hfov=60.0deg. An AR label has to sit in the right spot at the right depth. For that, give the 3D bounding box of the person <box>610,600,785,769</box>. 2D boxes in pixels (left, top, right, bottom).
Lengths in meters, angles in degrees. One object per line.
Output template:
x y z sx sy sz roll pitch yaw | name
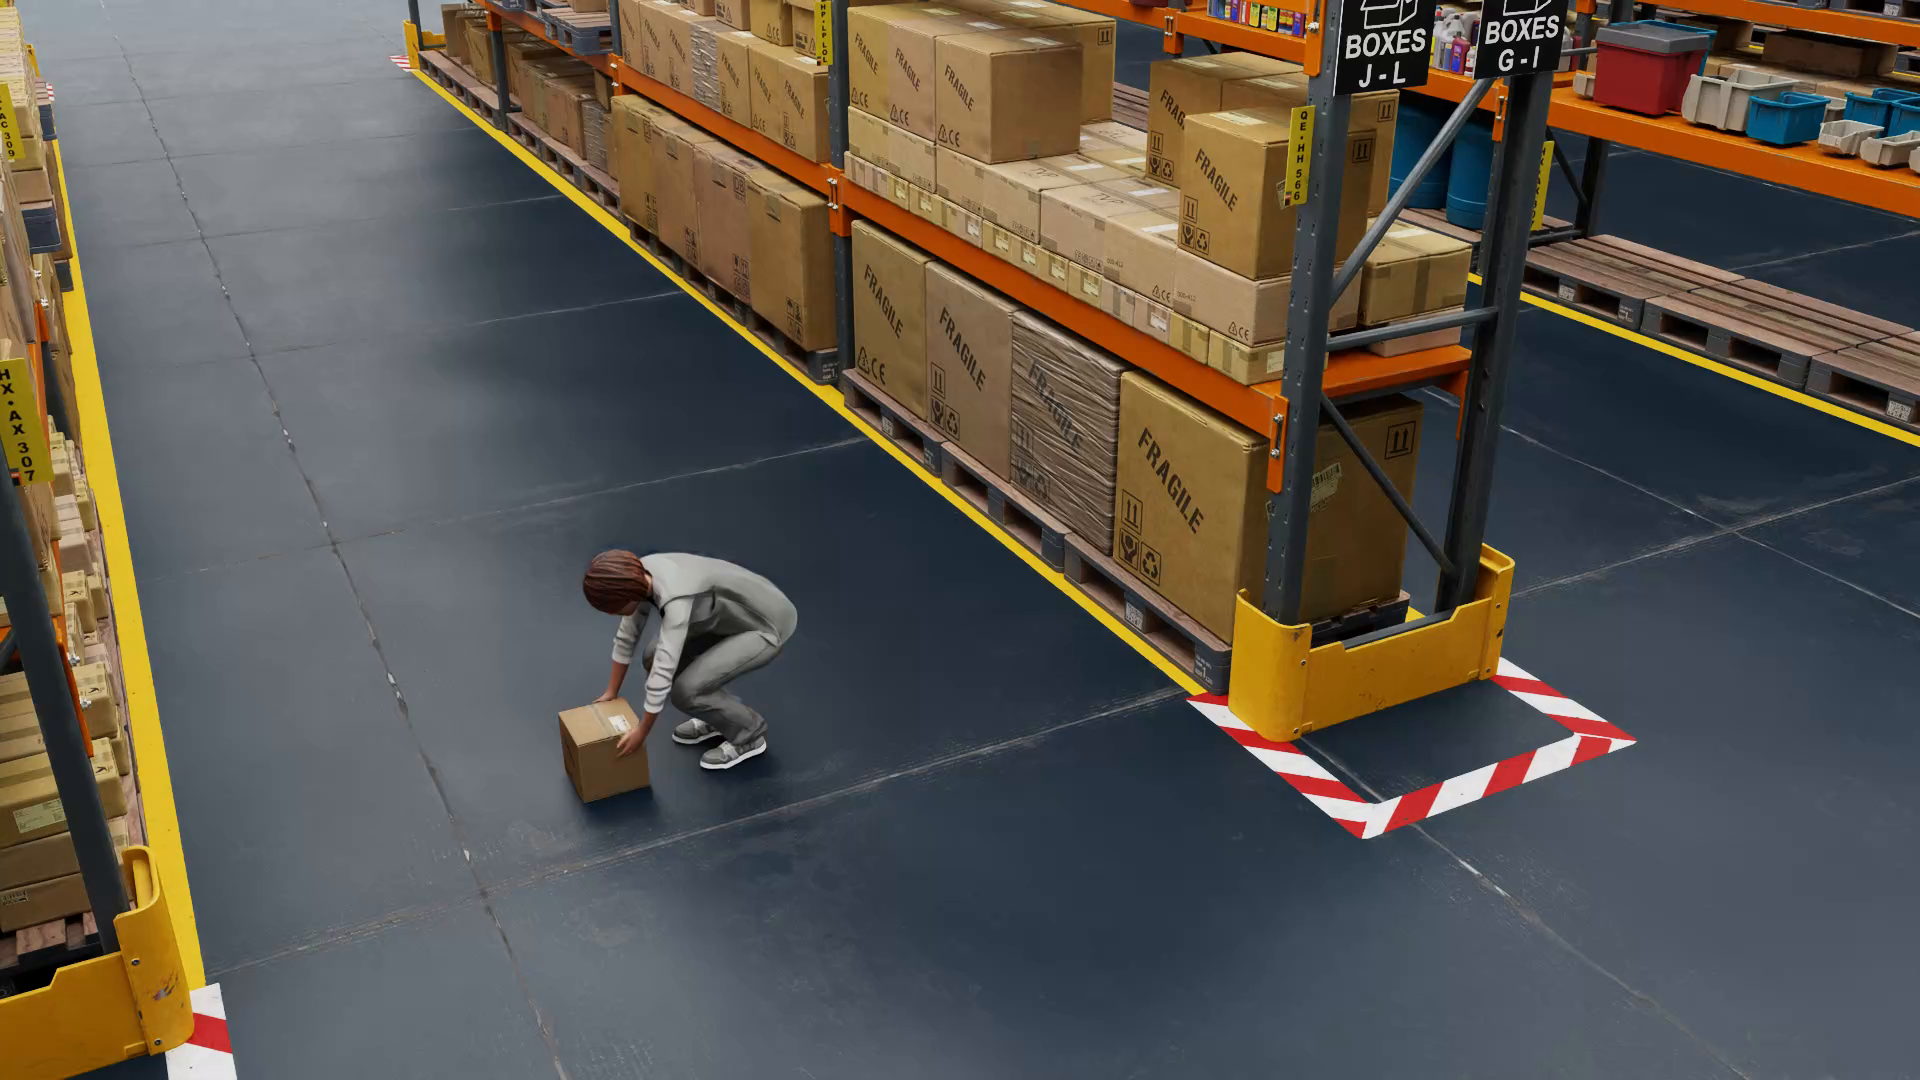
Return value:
-0.922 0.442 6.127 0.656 0.800 0.442 -13 29 -25 | person
